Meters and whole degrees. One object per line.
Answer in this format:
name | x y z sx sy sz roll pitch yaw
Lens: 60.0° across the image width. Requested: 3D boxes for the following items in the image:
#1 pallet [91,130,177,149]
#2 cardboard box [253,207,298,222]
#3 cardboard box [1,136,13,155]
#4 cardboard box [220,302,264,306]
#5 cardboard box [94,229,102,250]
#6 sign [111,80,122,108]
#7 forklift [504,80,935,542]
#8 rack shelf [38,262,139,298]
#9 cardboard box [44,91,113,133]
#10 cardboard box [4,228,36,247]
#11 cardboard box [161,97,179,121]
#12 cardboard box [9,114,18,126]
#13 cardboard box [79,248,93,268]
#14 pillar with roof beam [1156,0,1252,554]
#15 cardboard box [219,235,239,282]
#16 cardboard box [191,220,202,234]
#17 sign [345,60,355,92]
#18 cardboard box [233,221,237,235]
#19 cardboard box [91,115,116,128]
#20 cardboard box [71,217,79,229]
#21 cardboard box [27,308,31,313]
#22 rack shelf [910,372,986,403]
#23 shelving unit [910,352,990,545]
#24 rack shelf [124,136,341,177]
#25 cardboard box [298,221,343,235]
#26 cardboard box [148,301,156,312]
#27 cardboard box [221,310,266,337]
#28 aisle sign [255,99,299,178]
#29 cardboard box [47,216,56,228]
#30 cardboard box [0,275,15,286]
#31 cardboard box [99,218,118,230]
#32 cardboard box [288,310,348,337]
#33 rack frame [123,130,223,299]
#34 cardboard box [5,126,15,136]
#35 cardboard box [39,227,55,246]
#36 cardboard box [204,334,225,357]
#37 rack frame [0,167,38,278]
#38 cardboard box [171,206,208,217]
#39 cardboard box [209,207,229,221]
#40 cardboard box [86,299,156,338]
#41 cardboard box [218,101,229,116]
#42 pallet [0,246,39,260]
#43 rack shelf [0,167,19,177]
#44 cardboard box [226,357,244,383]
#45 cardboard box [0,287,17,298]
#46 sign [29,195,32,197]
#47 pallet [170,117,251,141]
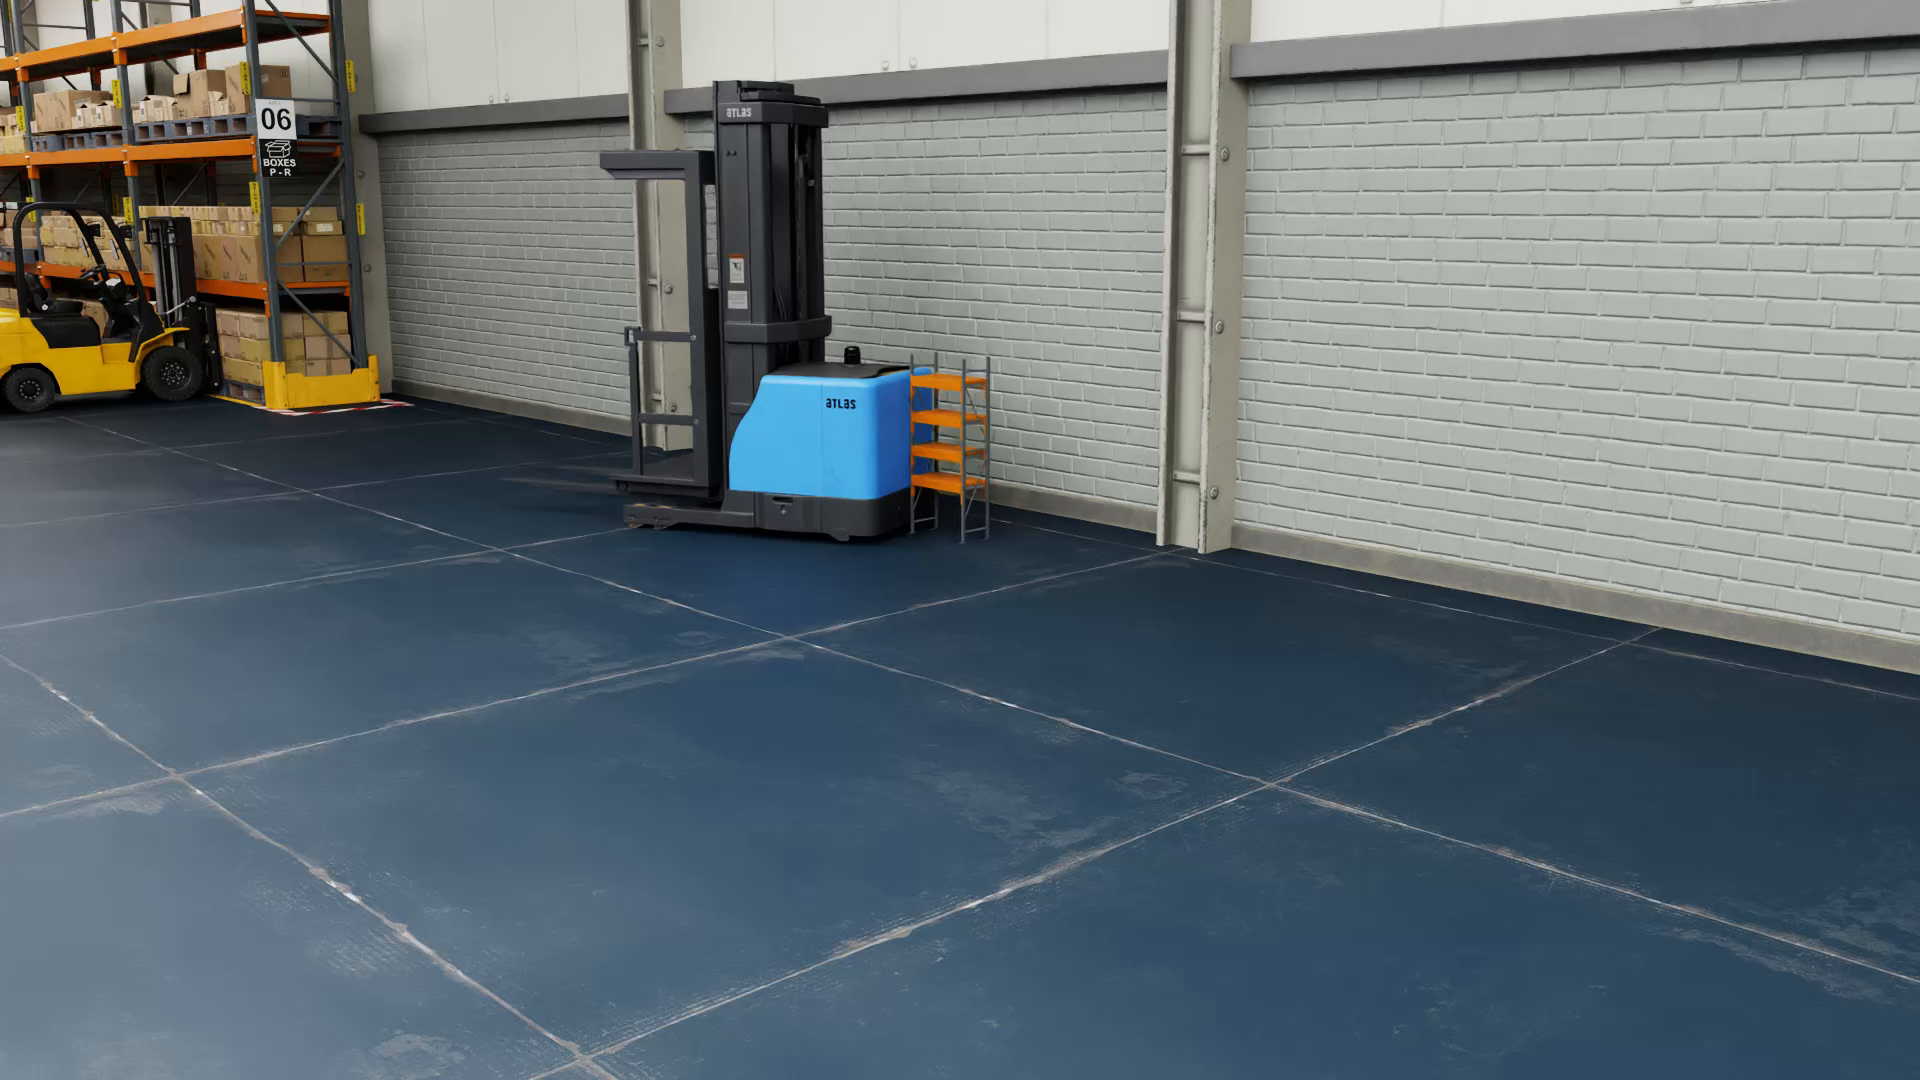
pallet | -10.323 -5.043 20.997 1.217 0.209 0.805 11 16 43
cardboard box | -7.342 -3.492 17.837 0.380 0.149 0.250 -11 16 -42
cardboard box | -13.345 -5.635 23.766 0.500 0.250 0.500 -11 16 -42
cardboard box | -8.524 -2.697 19.865 0.500 0.250 0.500 -11 16 -42
cardboard box | -10.938 -3.898 21.530 0.500 0.250 0.500 -10 16 -41
sign | -10.090 -5.340 19.904 0.100 0.325 0.005 -11 16 -43
forklift | -1.744 -1.595 11.389 3.031 2.935 1.130 5 13 22
rack shelf | -11.086 -3.480 22.154 1.077 0.370 4.000 -11 16 -43
cardboard box | -11.722 -5.698 22.165 0.700 0.500 0.500 -11 16 -44
cardboard box | -13.430 -4.366 23.999 0.500 0.250 0.500 11 16 42
cardboard box | -8.899 -4.940 19.066 0.258 0.266 0.396 11 16 44
cardboard box | -13.244 -5.955 23.596 0.250 0.149 0.380 11 16 43
cardboard box | -11.276 -3.728 21.945 0.500 0.250 0.500 -10 15 -41
pillar with roof beam | -1.598 -3.771 6.916 9.100 9.000 0.400 -11 16 -43
cardboard box | -7.824 -3.118 18.366 0.500 0.500 0.500 -10 15 -41
cardboard box | -8.621 -3.596 19.077 0.380 0.149 0.250 -11 16 -44
sign | -6.537 -4.970 17.804 0.100 0.325 0.005 -11 16 -43
cardboard box | -7.717 -3.415 18.198 0.380 0.149 0.250 -11 16 -42
cardboard box | -10.684 -5.260 20.909 0.380 0.149 0.250 -11 16 -43
cardboard box | -11.561 -4.217 22.091 0.380 0.149 0.250 -10 16 -41
cardboard box | -13.252 -3.212 24.224 0.500 0.500 0.500 -11 16 -43
rack shelf | -0.068 -0.993 10.812 0.258 0.148 0.480 -11 16 -43
shelving unit | -0.068 -0.608 10.891 0.258 1.200 0.503 -11 16 -43
rack shelf | -8.323 -4.366 19.018 1.077 0.370 4.000 -11 16 -43
cardboard box | -6.989 -3.409 18.172 0.250 0.149 0.380 11 16 44
cardboard box | -9.597 -2.775 20.244 0.500 0.250 0.500 -11 16 -43
cardboard box | -7.843 -2.403 18.438 0.500 0.250 0.500 -11 16 -42
aisle sign | -7.109 -4.180 17.324 0.394 0.787 0.004 -11 16 -43
cardboard box | -12.275 -4.365 22.810 0.380 0.149 0.250 -10 16 -41
cardboard box | -14.960 -4.033 25.860 0.250 0.149 0.380 11 16 42
cardboard box | -10.701 -4.025 21.157 0.250 0.149 0.380 11 16 43
cardboard box | -7.137 -2.402 18.434 0.500 0.250 0.500 -11 16 -43
rack frame | -9.705 -3.541 20.665 1.000 3.000 0.127 -11 16 -43
cardboard box | -13.417 -5.847 23.806 0.380 0.149 0.250 -11 16 -43
cardboard box | -12.355 -4.194 22.967 0.500 0.250 0.500 -11 16 -43
cardboard box | -8.215 -2.236 18.863 0.500 0.250 0.500 -11 16 -44
rack frame | -15.229 -4.708 26.332 1.000 3.000 0.127 -11 16 -43
cardboard box | -8.968 -3.818 19.417 0.380 0.149 0.250 -11 16 -43
cardboard box | -8.113 -3.628 18.494 0.380 0.149 0.250 -10 16 -41
cardboard box | -11.124 -2.882 22.310 0.625 0.625 0.875 11 16 43
cardboard box | -7.734 -4.637 17.883 0.250 0.149 0.380 11 16 44
pallet | -13.813 -4.314 24.892 1.003 0.211 1.213 -11 16 -43
rack shelf | -16.610 -6.117 27.518 1.077 0.370 4.000 -11 16 -43
cardboard box | -7.832 -1.915 18.544 0.500 0.250 0.500 -11 16 -43
cardboard box | -14.397 -3.773 25.337 0.380 0.149 0.250 -11 16 -43
sign | -14.830 -5.353 26.593 0.100 0.325 0.005 -11 16 -43
pallet | -8.259 -4.668 18.920 1.003 0.211 1.213 -11 16 -43
